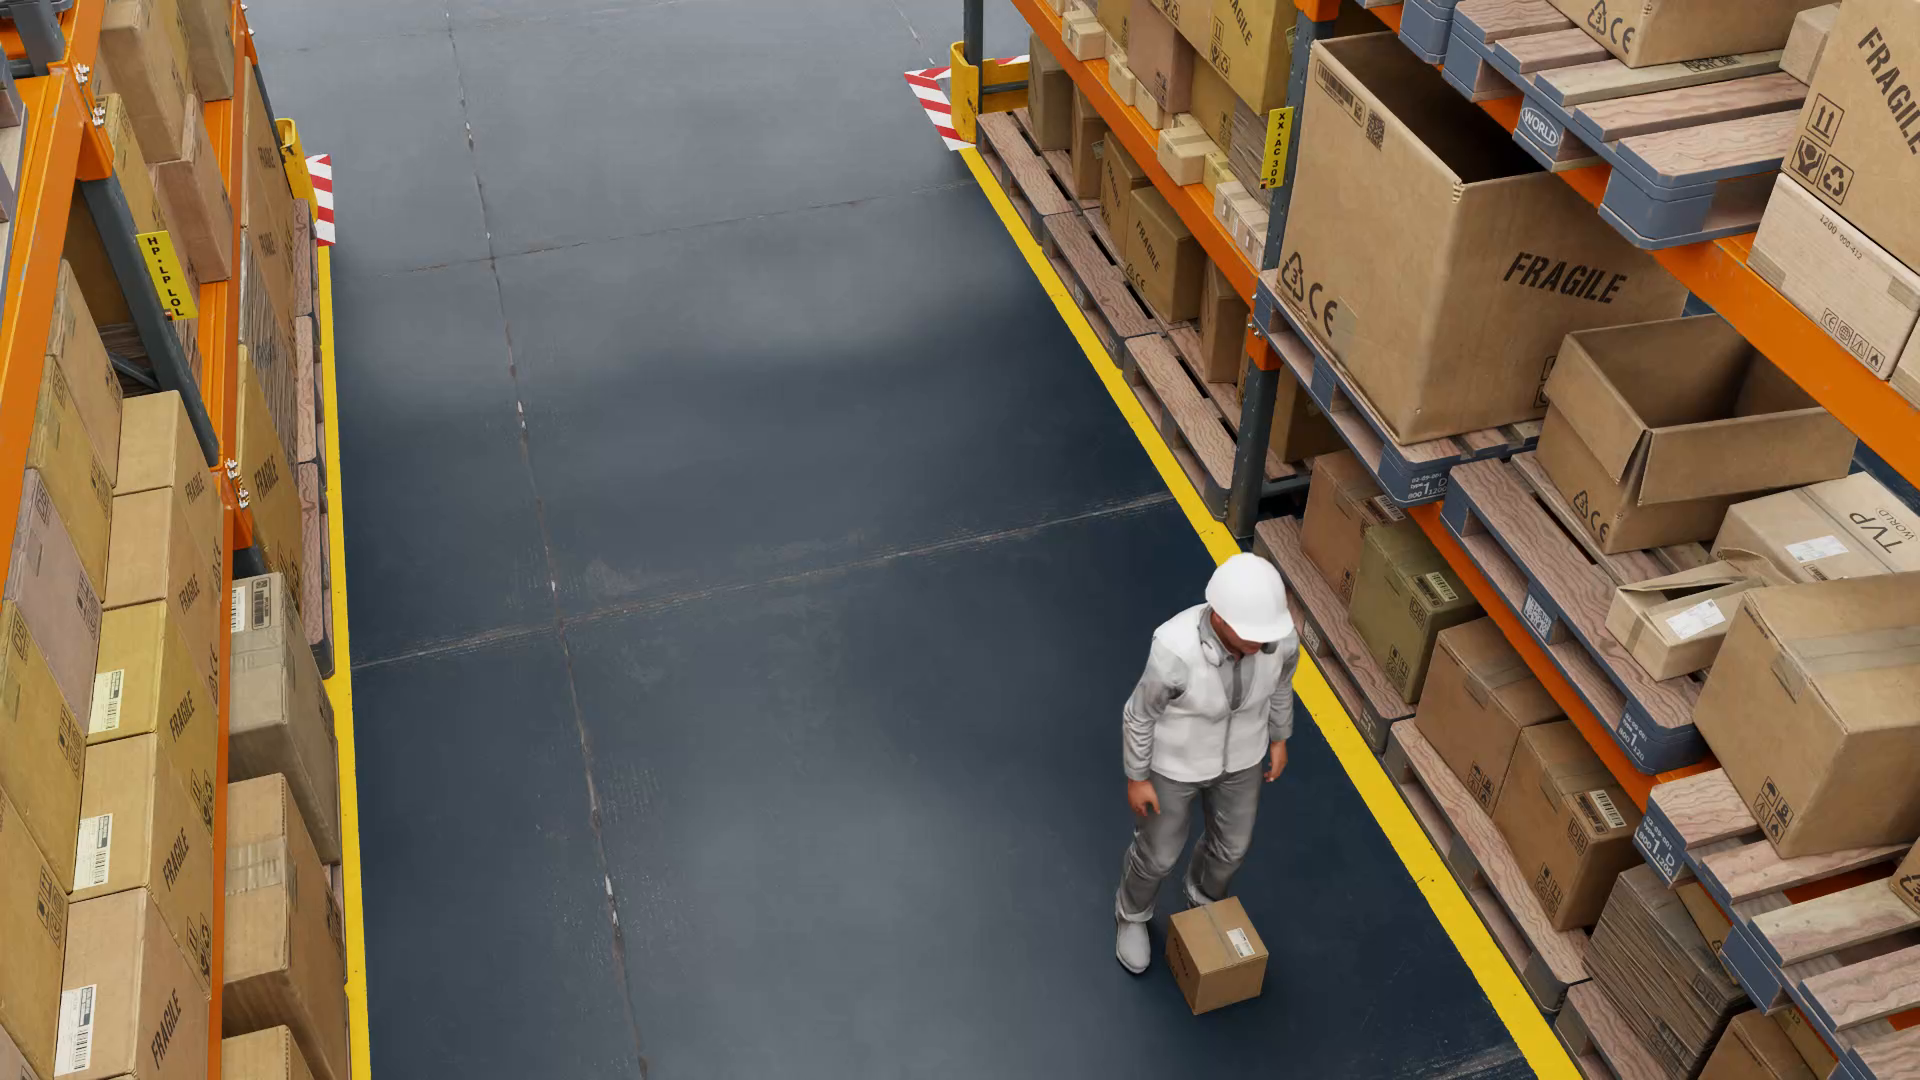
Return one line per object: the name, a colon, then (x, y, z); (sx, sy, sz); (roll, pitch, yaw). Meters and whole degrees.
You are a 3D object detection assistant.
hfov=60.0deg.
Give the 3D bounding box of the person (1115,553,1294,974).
person: (4.031, -1.537, 4.831); (7.411, 5.808, 11.426); (-13, 44, -14)
